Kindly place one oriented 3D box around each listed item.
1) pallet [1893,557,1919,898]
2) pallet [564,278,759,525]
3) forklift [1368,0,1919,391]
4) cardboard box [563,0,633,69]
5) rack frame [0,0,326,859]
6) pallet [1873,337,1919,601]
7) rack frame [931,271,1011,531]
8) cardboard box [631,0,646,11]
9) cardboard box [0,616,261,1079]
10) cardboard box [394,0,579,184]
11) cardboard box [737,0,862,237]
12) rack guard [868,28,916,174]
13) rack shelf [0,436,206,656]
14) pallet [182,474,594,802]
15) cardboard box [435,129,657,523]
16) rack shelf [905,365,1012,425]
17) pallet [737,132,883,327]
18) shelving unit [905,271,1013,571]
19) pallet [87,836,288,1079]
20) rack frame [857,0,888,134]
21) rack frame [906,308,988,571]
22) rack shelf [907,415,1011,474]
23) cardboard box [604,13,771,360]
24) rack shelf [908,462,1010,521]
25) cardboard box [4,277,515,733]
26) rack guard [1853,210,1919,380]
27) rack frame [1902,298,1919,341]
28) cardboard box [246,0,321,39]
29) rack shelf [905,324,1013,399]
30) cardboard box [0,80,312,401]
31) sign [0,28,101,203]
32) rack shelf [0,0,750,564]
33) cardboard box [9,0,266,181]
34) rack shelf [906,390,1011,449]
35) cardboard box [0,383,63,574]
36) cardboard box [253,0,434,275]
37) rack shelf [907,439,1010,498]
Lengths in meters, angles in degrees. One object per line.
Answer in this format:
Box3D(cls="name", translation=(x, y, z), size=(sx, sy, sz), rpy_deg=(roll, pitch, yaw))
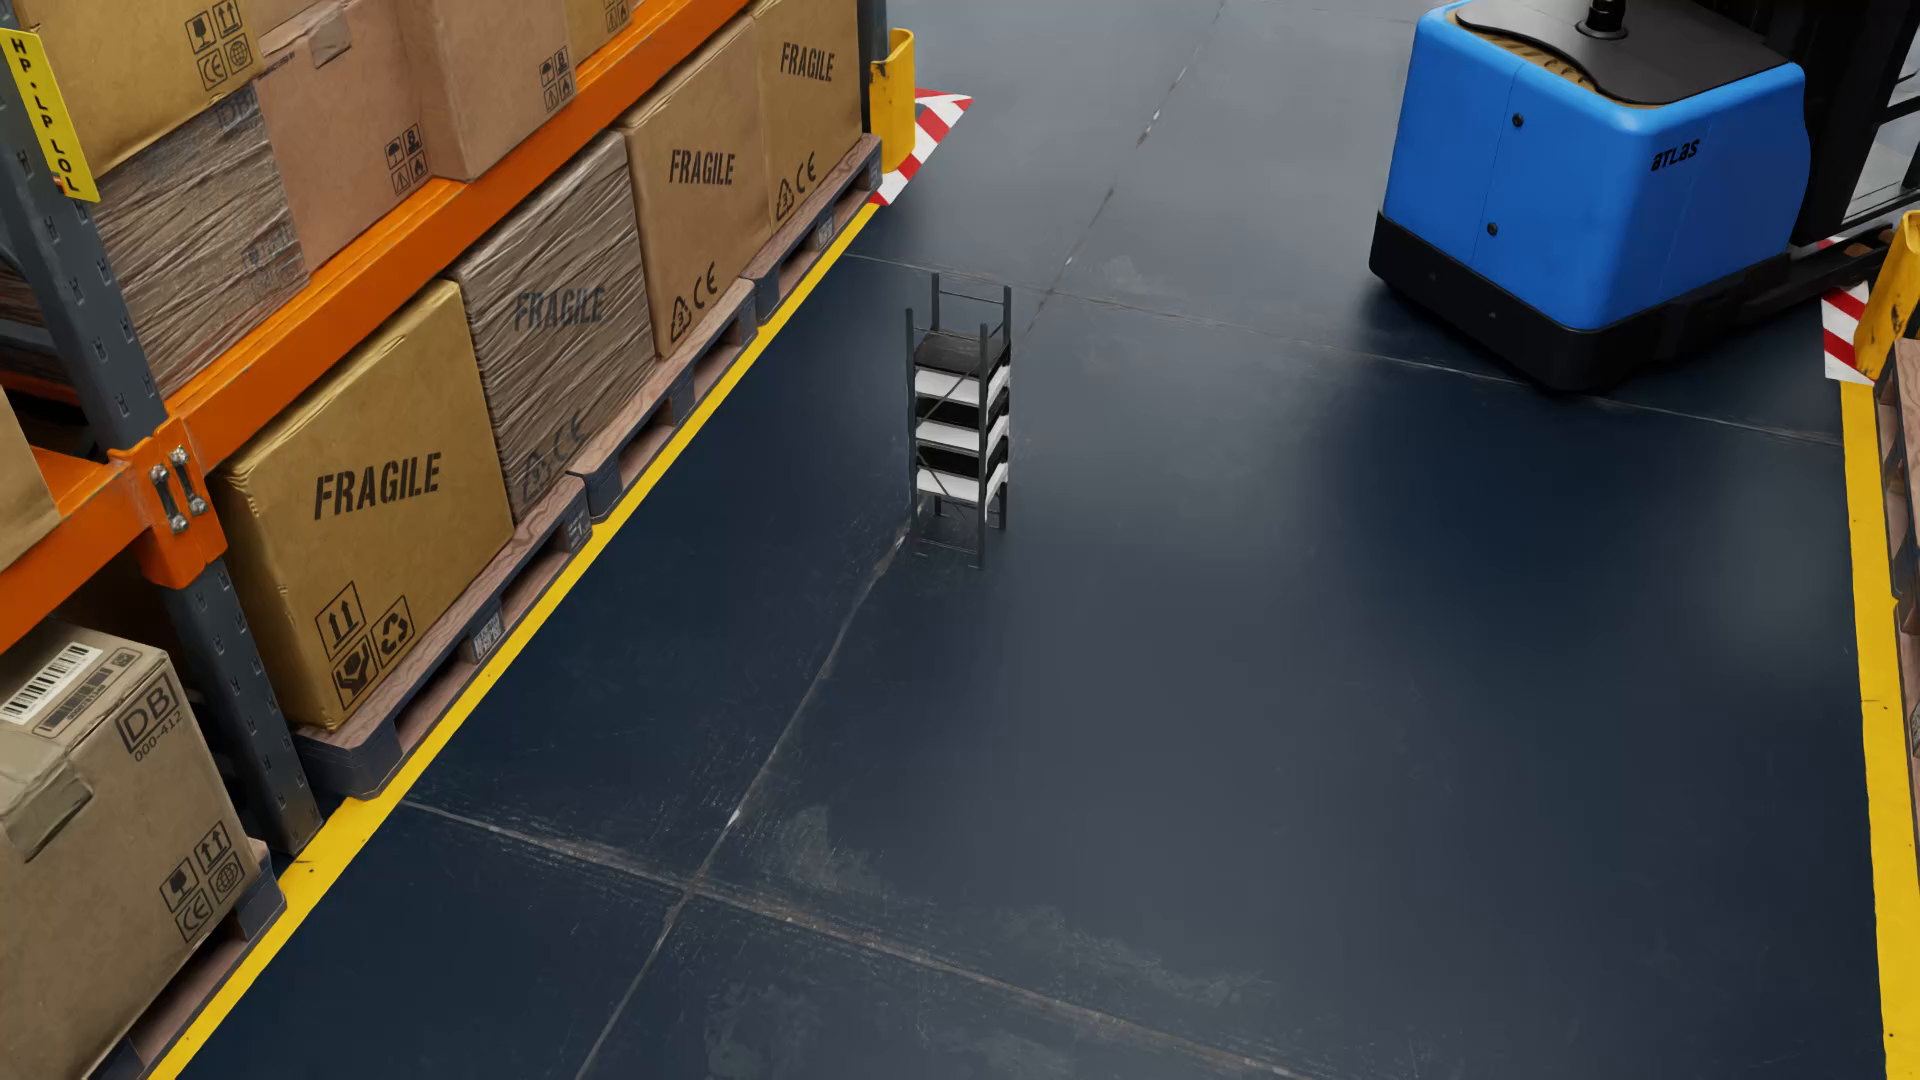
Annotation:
Box3D(cls="pallet", translation=(3.079, 0.592, 4.393), size=(1.003, 0.211, 1.213), rpy_deg=(13, 42, 15))
Box3D(cls="pallet", translation=(-1.411, -0.599, 5.790), size=(1.003, 0.211, 1.213), rpy_deg=(13, 42, 15))
Box3D(cls="forklift", translation=(3.088, -2.354, 5.751), size=(3.031, 2.935, 1.130), rpy_deg=(-22, 45, -24))
Box3D(cls="cardboard box", translation=(-1.496, -1.741, 4.864), size=(0.875, 0.550, 0.500), rpy_deg=(13, 42, 15))
Box3D(cls="rack frame", translation=(-2.160, -0.467, 3.487), size=(1.000, 3.000, 0.127), rpy_deg=(13, 42, 15))
Box3D(cls="pallet", translation=(3.497, -0.150, 5.263), size=(1.003, 0.211, 1.213), rpy_deg=(13, 42, 15))
Box3D(cls="rack frame", translation=(0.032, -0.399, 5.025), size=(0.240, 0.900, 0.006), rpy_deg=(13, 42, 15))
Box3D(cls="cardboard box", translation=(-1.353, -2.074, 5.254), size=(0.875, 0.550, 0.550), rpy_deg=(13, 42, 15))
Box3D(cls="cardboard box", translation=(-2.287, 0.627, 3.613), size=(1.050, 0.750, 0.750), rpy_deg=(13, 42, 15))
Box3D(cls="cardboard box", translation=(-1.583, -1.396, 4.459), size=(0.875, 0.550, 0.550), rpy_deg=(13, 42, 15))
Box3D(cls="cardboard box", translation=(-0.962, -1.830, 6.397), size=(0.875, 0.875, 0.875), rpy_deg=(14, 42, 15))
Box3D(cls="rack guard", translation=(-0.784, -1.971, 7.175), size=(1.175, 0.500, 0.348), rpy_deg=(13, 42, 15))
Box3D(cls="rack shelf", translation=(-2.844, 1.026, 2.290), size=(1.077, 0.370, 4.000), rpy_deg=(13, 42, 15))
Box3D(cls="pallet", translation=(-1.826, 0.147, 4.915), size=(1.003, 0.211, 1.213), rpy_deg=(13, 42, 15))
Box3D(cls="cardboard box", translation=(-1.574, -0.737, 5.117), size=(0.875, 0.875, 0.875), rpy_deg=(14, 42, 15))
Box3D(cls="rack shelf", translation=(-0.003, -0.449, 4.857), size=(0.258, 0.077, 0.200), rpy_deg=(13, 42, 15))
Box3D(cls="pallet", translation=(-0.992, -1.341, 6.659), size=(1.003, 0.211, 1.213), rpy_deg=(13, 42, 15))
Box3D(cls="shelving unit", translation=(-0.003, -0.337, 4.952), size=(0.258, 0.900, 0.210), rpy_deg=(13, 42, 15))
Box3D(cls="pallet", translation=(-2.353, 1.081, 3.820), size=(1.003, 0.211, 1.213), rpy_deg=(13, 42, 15))
Box3D(cls="rack frame", translation=(-0.792, -2.907, 6.346), size=(1.000, 3.000, 0.127), rpy_deg=(13, 42, 15))
Box3D(cls="rack frame", translation=(-0.038, -0.275, 4.879), size=(0.240, 0.900, 0.006), rpy_deg=(13, 42, 15))
Box3D(cls="rack shelf", translation=(-0.003, -0.312, 4.974), size=(0.258, 0.077, 0.200), rpy_deg=(13, 42, 15))
Box3D(cls="cardboard box", translation=(-1.261, -1.293, 5.768), size=(0.875, 0.875, 0.875), rpy_deg=(13, 42, 14))
Box3D(cls="rack shelf", translation=(-0.003, -0.175, 5.091), size=(0.258, 0.077, 0.200), rpy_deg=(13, 42, 15))
Box3D(cls="cardboard box", translation=(-1.879, -0.187, 4.471), size=(0.875, 0.875, 0.875), rpy_deg=(14, 42, 16))
Box3D(cls="rack guard", translation=(3.808, -0.747, 5.741), size=(1.175, 0.500, 0.348), rpy_deg=(13, 42, 15))
Box3D(cls="rack frame", translation=(3.834, -1.744, 4.984), size=(1.000, 3.000, 0.127), rpy_deg=(13, 42, 15))
Box3D(cls="cardboard box", translation=(-1.922, -1.514, 3.766), size=(0.875, 0.550, 0.550), rpy_deg=(13, 42, 15))
Box3D(cls="rack shelf", translation=(-0.003, -0.517, 4.799), size=(0.258, 0.077, 0.200), rpy_deg=(13, 42, 15))
Box3D(cls="cardboard box", translation=(-2.045, -0.752, 3.705), size=(0.875, 0.550, 0.550), rpy_deg=(13, 42, 15))
Box3D(cls="sign", translation=(-1.647, -0.763, 3.002), size=(0.100, 0.325, 0.005), rpy_deg=(13, 42, 15))
Box3D(cls="rack shelf", translation=(-1.476, -1.413, 5.150), size=(1.077, 0.370, 4.000), rpy_deg=(13, 42, 15))
Box3D(cls="cardboard box", translation=(-2.001, -1.152, 3.342), size=(0.875, 0.550, 0.550), rpy_deg=(13, 42, 15))
Box3D(cls="rack shelf", translation=(-0.003, -0.381, 4.915), size=(0.258, 0.077, 0.200), rpy_deg=(13, 42, 15))
Box3D(cls="cardboard box", translation=(-2.087, -0.128, 3.011), size=(0.500, 0.500, 0.500), rpy_deg=(13, 42, 15))
Box3D(cls="cardboard box", translation=(-1.878, -1.092, 4.104), size=(0.875, 0.550, 0.550), rpy_deg=(13, 42, 15))
Box3D(cls="rack shelf", translation=(-0.003, -0.244, 5.032), size=(0.258, 0.077, 0.200), rpy_deg=(13, 42, 15))
